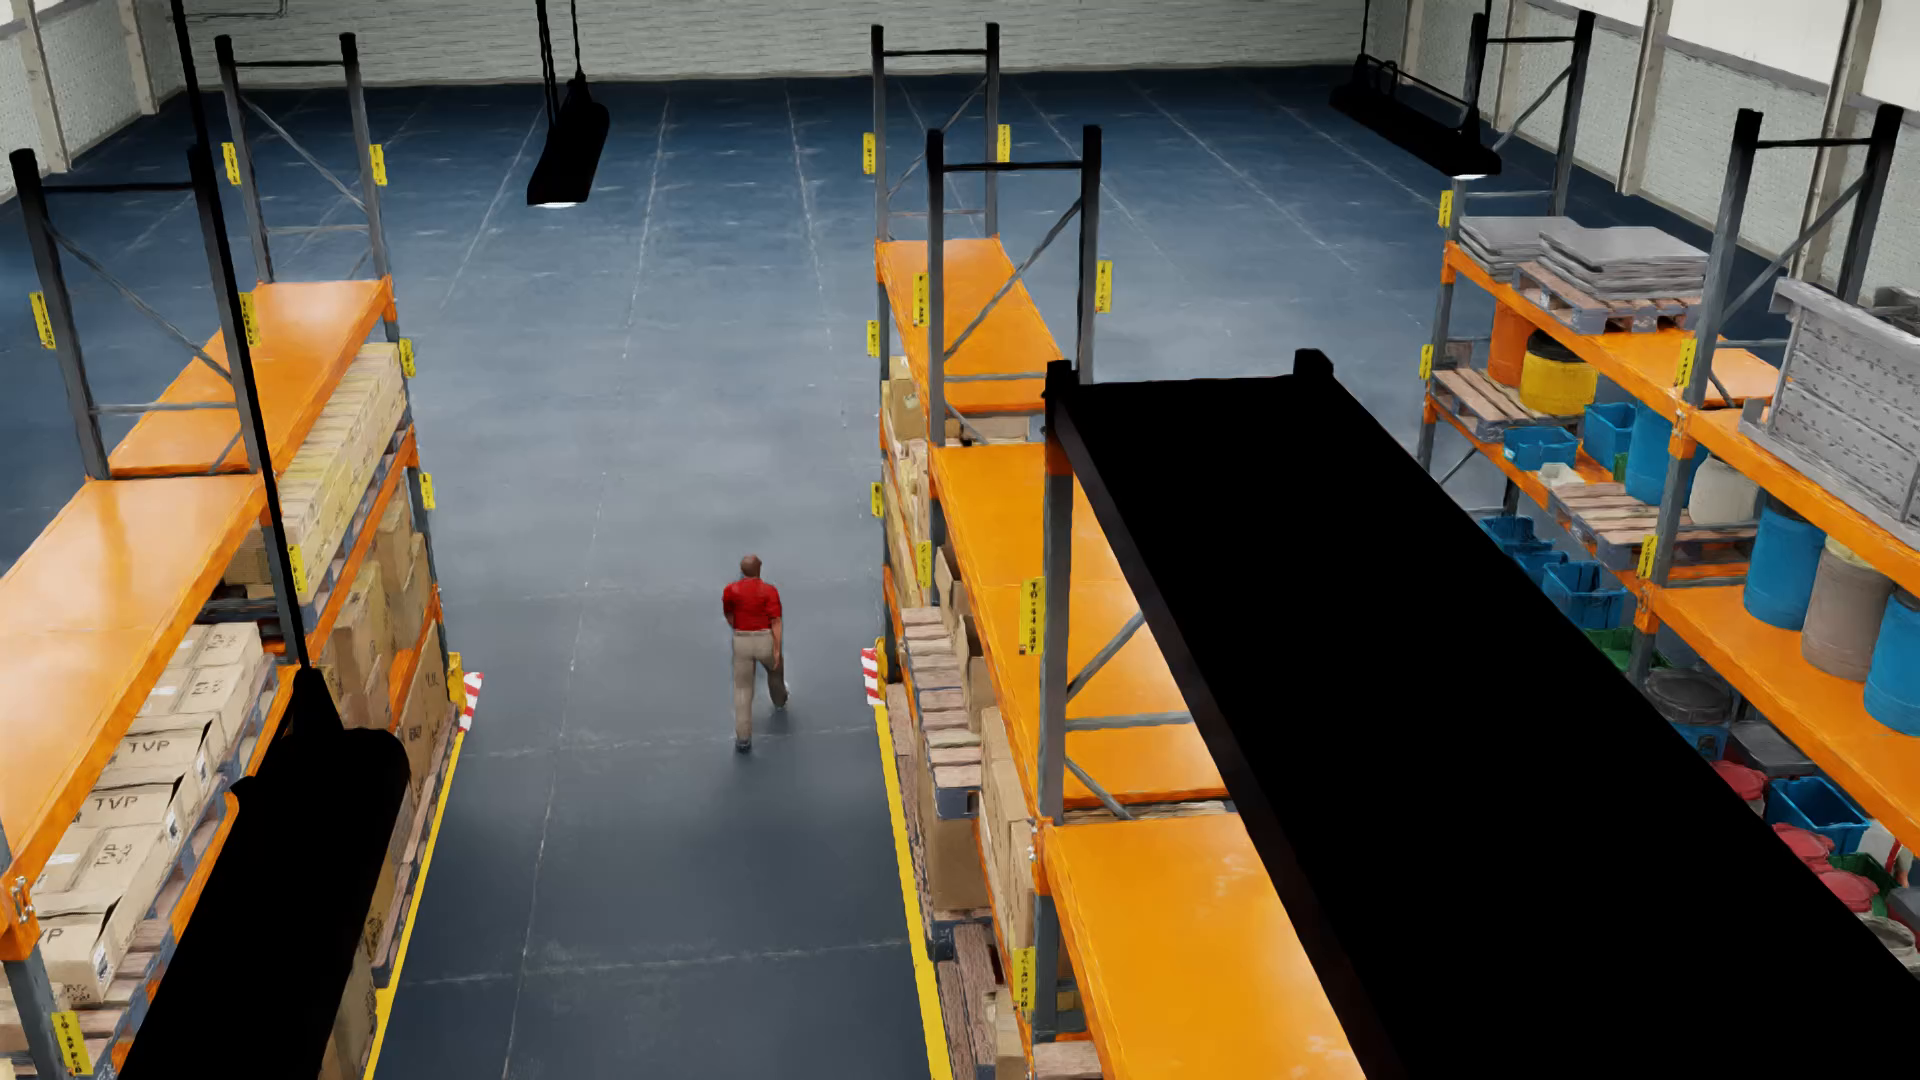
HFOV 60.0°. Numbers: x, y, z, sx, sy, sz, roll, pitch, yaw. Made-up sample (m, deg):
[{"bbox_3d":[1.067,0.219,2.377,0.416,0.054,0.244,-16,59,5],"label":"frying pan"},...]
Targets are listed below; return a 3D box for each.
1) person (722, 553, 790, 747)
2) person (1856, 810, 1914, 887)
[{"bbox_3d":[-1.816,0.880,14.699,0.532,1.659,1.032,1,25,1],"label":"person"},{"bbox_3d":[6.161,2.411,11.422,0.599,1.750,0.949,9,27,18],"label":"person"}]
